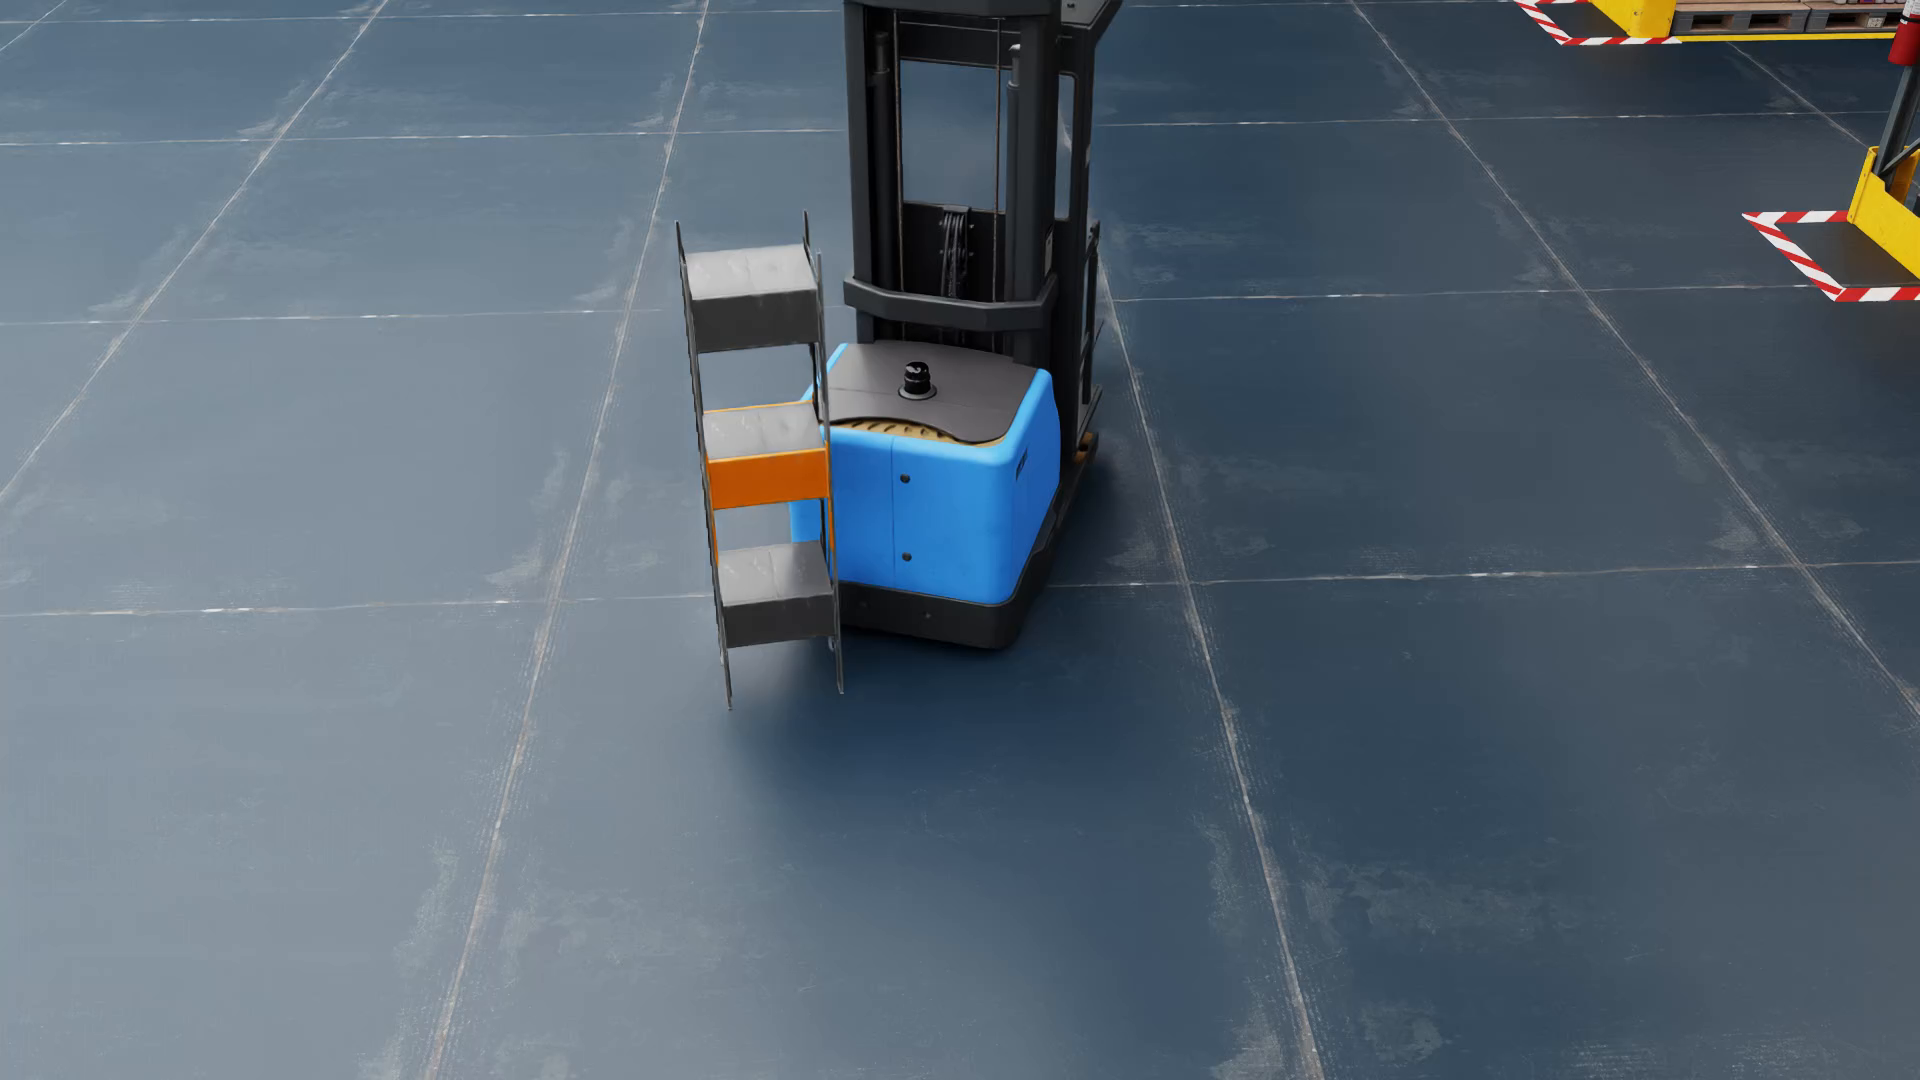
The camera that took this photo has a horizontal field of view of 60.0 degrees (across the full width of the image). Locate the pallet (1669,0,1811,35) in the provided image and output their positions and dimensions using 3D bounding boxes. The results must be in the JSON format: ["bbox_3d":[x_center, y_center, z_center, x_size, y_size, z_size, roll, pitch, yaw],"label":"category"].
[{"bbox_3d":[6.870,-4.856,15.081,1.213,0.211,1.003,-2,35,-2],"label":"pallet"}]

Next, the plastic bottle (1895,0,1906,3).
[{"bbox_3d":[8.352,-4.871,14.725,0.097,0.201,0.097,0,35,0],"label":"plastic bottle"}]

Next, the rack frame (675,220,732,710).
[{"bbox_3d":[-1.033,-0.239,6.750,0.015,2.100,0.400,-7,35,-10],"label":"rack frame"}]

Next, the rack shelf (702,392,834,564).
[{"bbox_3d":[-0.794,-0.256,6.799,0.480,0.518,0.431,-7,35,-10],"label":"rack shelf"}]

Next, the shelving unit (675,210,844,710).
[{"bbox_3d":[-0.794,-0.267,6.791,0.503,2.100,0.431,-7,35,-10],"label":"shelving unit"}]

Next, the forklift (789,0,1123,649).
[{"bbox_3d":[0.110,-1.556,7.922,1.130,2.935,3.031,9,36,13],"label":"forklift"}]

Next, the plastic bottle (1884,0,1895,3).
[{"bbox_3d":[8.253,-4.897,14.701,0.097,0.271,0.097,0,35,0],"label":"plastic bottle"}]

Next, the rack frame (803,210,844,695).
[{"bbox_3d":[-0.556,-0.296,6.832,0.015,2.100,0.400,-7,35,-10],"label":"rack frame"}]

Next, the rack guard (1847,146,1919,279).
[{"bbox_3d":[6.295,-2.113,10.864,0.348,0.500,1.175,-2,35,-2],"label":"rack guard"}]

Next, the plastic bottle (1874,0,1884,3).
[{"bbox_3d":[8.153,-4.895,14.697,0.097,0.271,0.097,0,35,0],"label":"plastic bottle"}]

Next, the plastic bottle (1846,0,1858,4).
[{"bbox_3d":[7.914,-4.859,14.708,0.097,0.201,0.097,0,35,0],"label":"plastic bottle"}]

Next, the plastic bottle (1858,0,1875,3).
[{"bbox_3d":[8.038,-4.886,14.674,0.133,0.283,0.061,-1,35,-1],"label":"plastic bottle"}]

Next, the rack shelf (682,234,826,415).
[{"bbox_3d":[-0.794,-0.832,6.401,0.480,0.518,0.431,-7,35,-10],"label":"rack shelf"}]

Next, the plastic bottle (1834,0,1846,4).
[{"bbox_3d":[7.811,-4.885,14.684,0.097,0.271,0.097,0,35,0],"label":"plastic bottle"}]

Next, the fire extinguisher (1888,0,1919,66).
[{"bbox_3d":[6.083,-3.366,10.546,0.183,0.674,0.296,-2,35,-2],"label":"fire extinguisher"}]

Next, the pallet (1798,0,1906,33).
[{"bbox_3d":[8.086,-4.887,15.126,1.213,0.211,1.003,-2,35,-2],"label":"pallet"}]

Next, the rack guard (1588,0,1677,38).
[{"bbox_3d":[6.059,-4.955,14.971,0.348,0.500,1.175,-2,35,-2],"label":"rack guard"}]

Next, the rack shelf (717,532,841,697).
[{"bbox_3d":[-0.794,0.319,7.197,0.480,0.518,0.431,-7,35,-10],"label":"rack shelf"}]

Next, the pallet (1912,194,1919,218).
[{"bbox_3d":[7.109,-1.996,10.949,1.213,0.211,1.003,-2,35,-2],"label":"pallet"}]

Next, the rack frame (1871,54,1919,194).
[{"bbox_3d":[6.219,-3.139,10.150,0.127,3.000,1.000,-2,35,-2],"label":"rack frame"}]
